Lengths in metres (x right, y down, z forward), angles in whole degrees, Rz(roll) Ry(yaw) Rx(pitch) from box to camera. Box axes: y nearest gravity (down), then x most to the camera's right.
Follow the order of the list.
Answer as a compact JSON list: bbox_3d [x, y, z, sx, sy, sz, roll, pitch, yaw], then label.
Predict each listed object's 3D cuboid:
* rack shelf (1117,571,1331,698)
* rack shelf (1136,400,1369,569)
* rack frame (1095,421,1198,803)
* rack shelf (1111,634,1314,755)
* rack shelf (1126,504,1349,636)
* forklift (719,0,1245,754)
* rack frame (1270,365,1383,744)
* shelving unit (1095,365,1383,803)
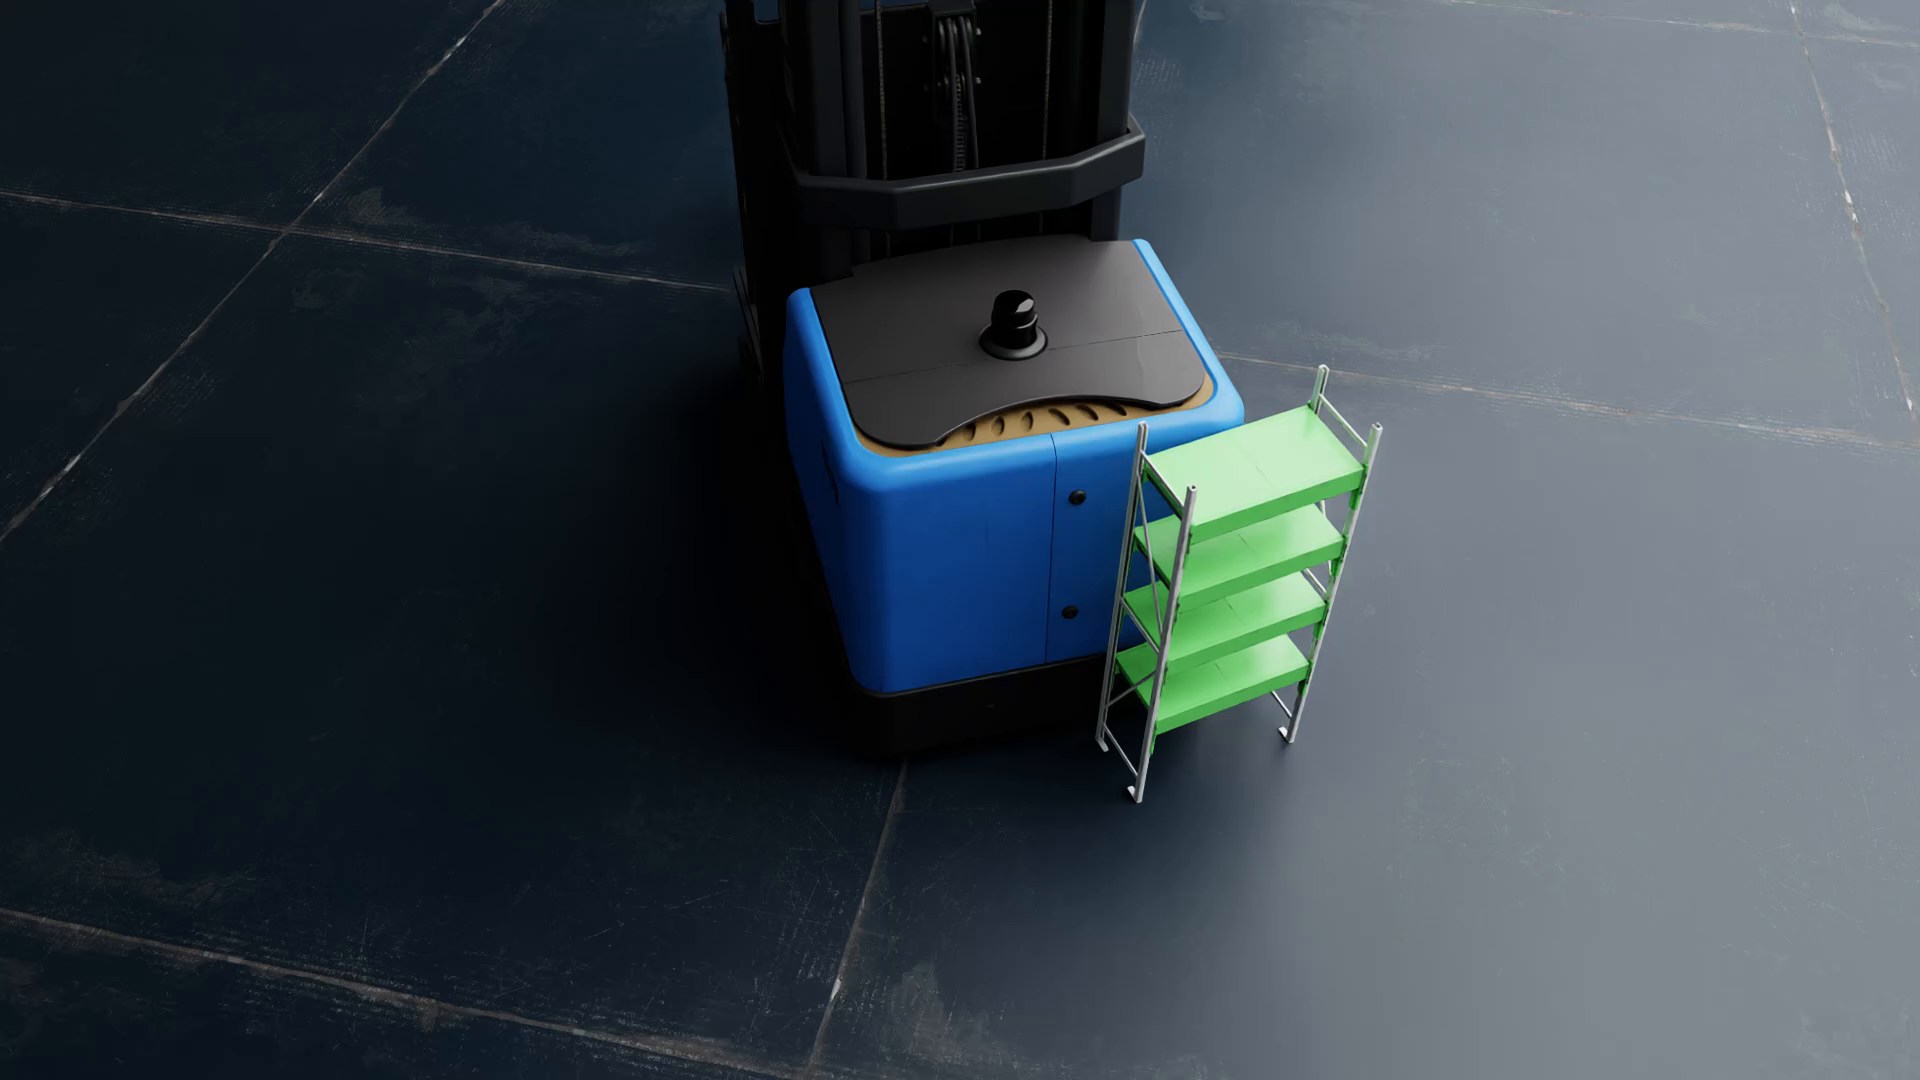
[{"bbox_3d":[0.669,0.194,4.265,0.480,0.148,0.258,-18,50,-18],"label":"rack shelf"},{"bbox_3d":[0.680,-0.135,3.916,0.480,0.148,0.258,-18,50,-18],"label":"rack shelf"},{"bbox_3d":[0.449,0.222,4.145,0.015,1.200,0.240,-18,50,-18],"label":"rack frame"},{"bbox_3d":[0.663,0.358,4.440,0.480,0.148,0.258,-18,50,-18],"label":"rack shelf"},{"bbox_3d":[0.674,0.029,4.091,0.480,0.148,0.258,-18,50,-18],"label":"rack shelf"},{"bbox_3d":[-0.140,-1.510,4.705,1.130,2.935,3.031,-10,45,-10],"label":"forklift"},{"bbox_3d":[0.891,0.078,4.293,0.015,1.200,0.240,-18,50,-18],"label":"rack frame"},{"bbox_3d":[0.670,0.150,4.219,0.503,1.200,0.258,-18,50,-18],"label":"shelving unit"}]
